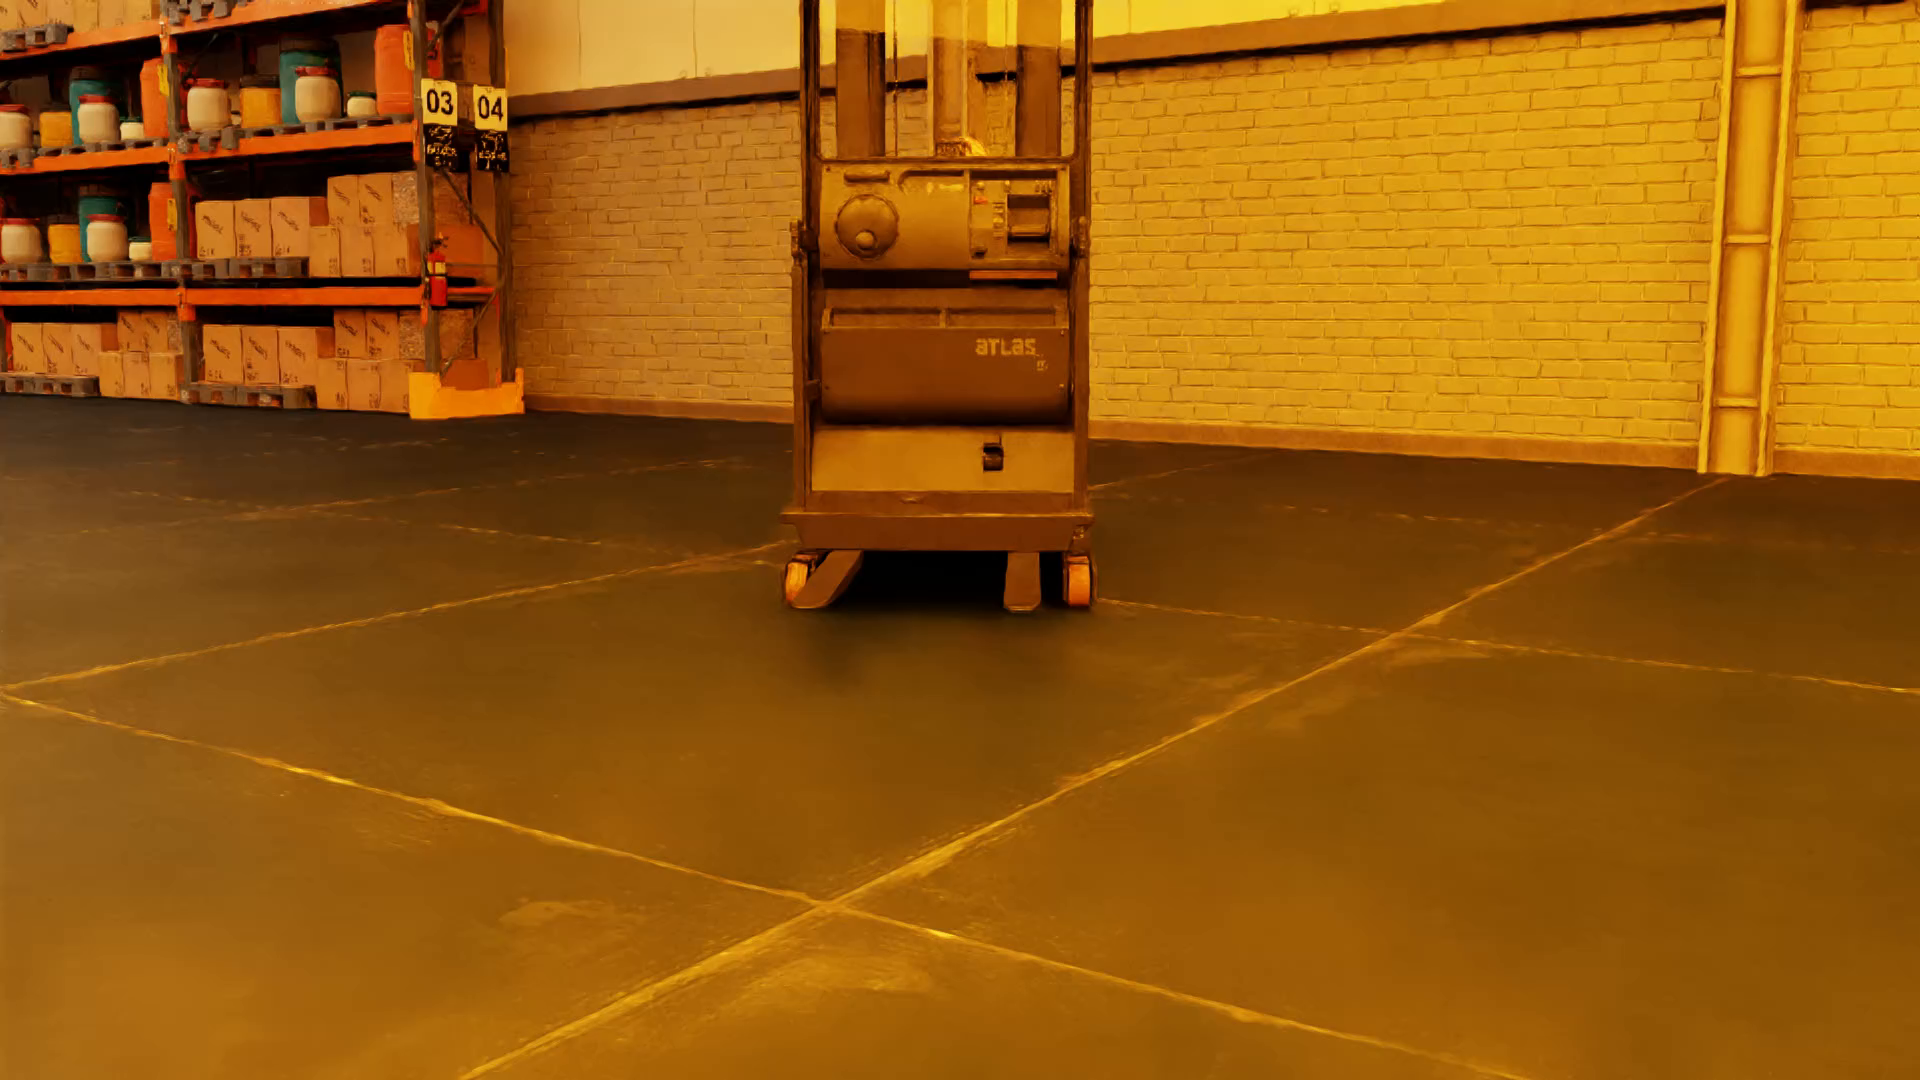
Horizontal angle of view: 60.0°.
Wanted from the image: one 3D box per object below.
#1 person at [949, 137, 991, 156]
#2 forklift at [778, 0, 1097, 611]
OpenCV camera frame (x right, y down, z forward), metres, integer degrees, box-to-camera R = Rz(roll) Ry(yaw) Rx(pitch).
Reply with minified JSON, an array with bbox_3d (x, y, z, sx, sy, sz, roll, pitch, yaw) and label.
[{"bbox_3d":[0.131,-0.895,7.354,0.557,1.757,0.790,5,10,33],"label":"person"},{"bbox_3d":[-0.063,-1.253,6.001,1.130,2.935,3.031,0,8,3],"label":"forklift"}]
